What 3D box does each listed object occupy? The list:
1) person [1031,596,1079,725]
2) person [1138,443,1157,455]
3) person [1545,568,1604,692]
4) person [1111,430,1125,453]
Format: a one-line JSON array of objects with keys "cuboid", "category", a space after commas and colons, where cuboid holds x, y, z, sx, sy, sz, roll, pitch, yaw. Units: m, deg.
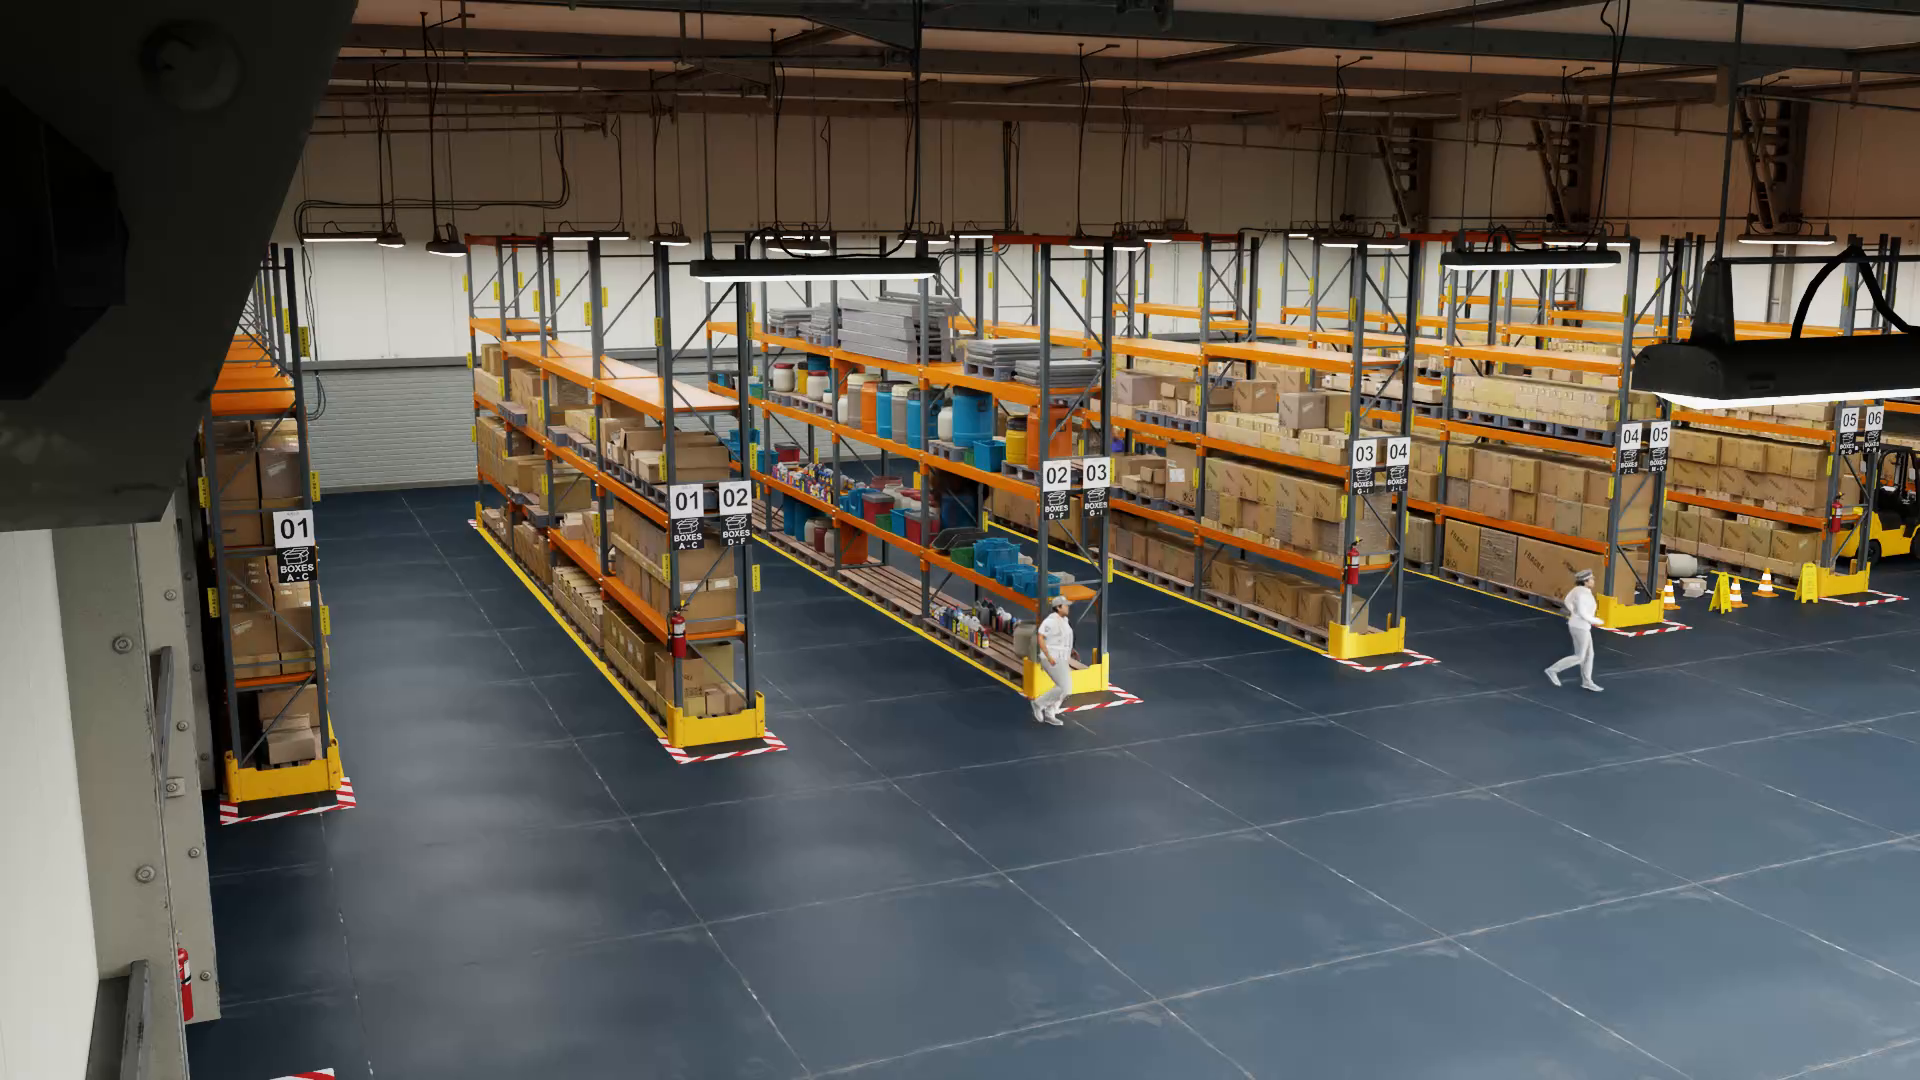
[{"cuboid": [1.234, 1.518, 21.098, 0.524, 1.611, 0.683, 4, 12, 21], "category": "person"}, {"cuboid": [4.779, -2.572, 41.915, 0.630, 1.756, 0.694, 11, 15, 44], "category": "person"}, {"cuboid": [8.350, 1.214, 22.501, 0.786, 1.690, 0.640, 2, 11, 11], "category": "person"}, {"cuboid": [3.498, -1.688, 37.680, 0.577, 1.624, 0.611, -4, 12, -20], "category": "person"}]
